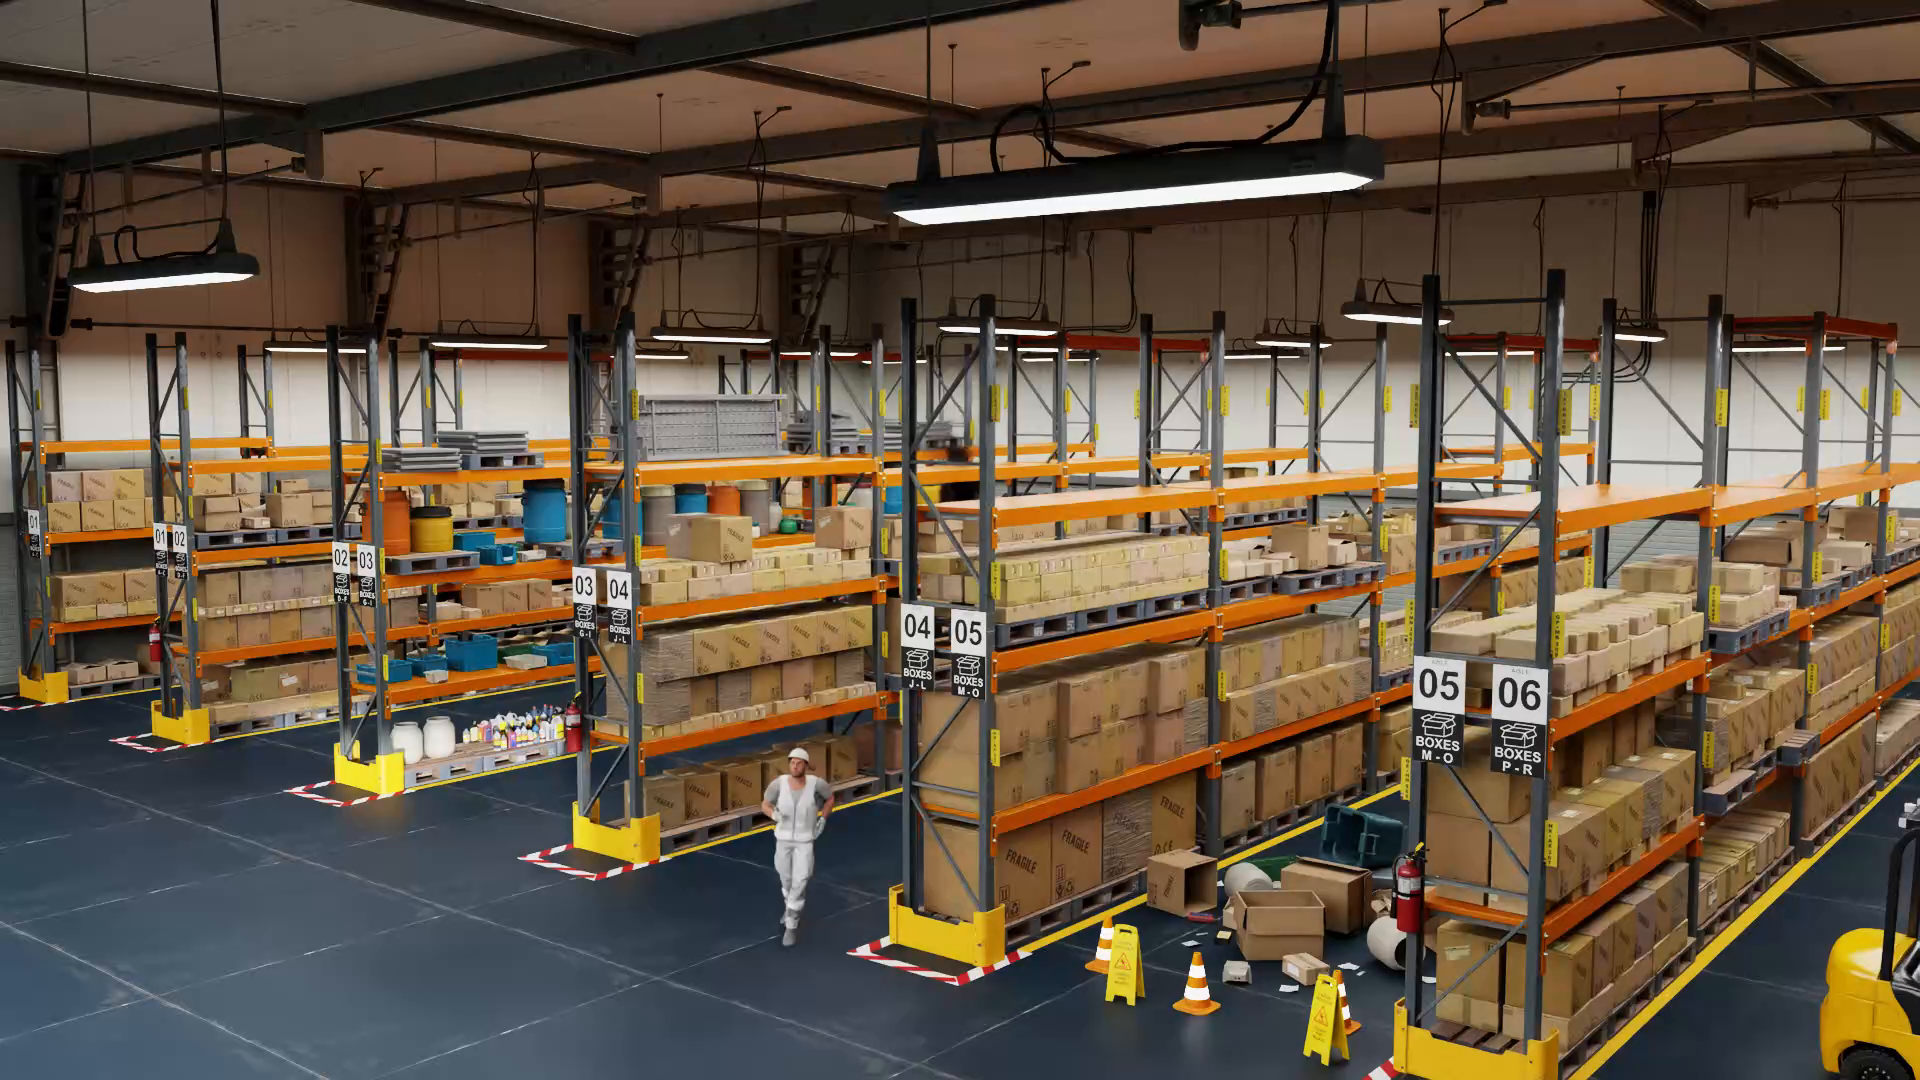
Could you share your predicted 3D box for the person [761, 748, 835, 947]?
[{"bbox_3d":[-1.544,2.792,15.743,0.667,1.701,0.743,1,5,6],"label":"person"}]
